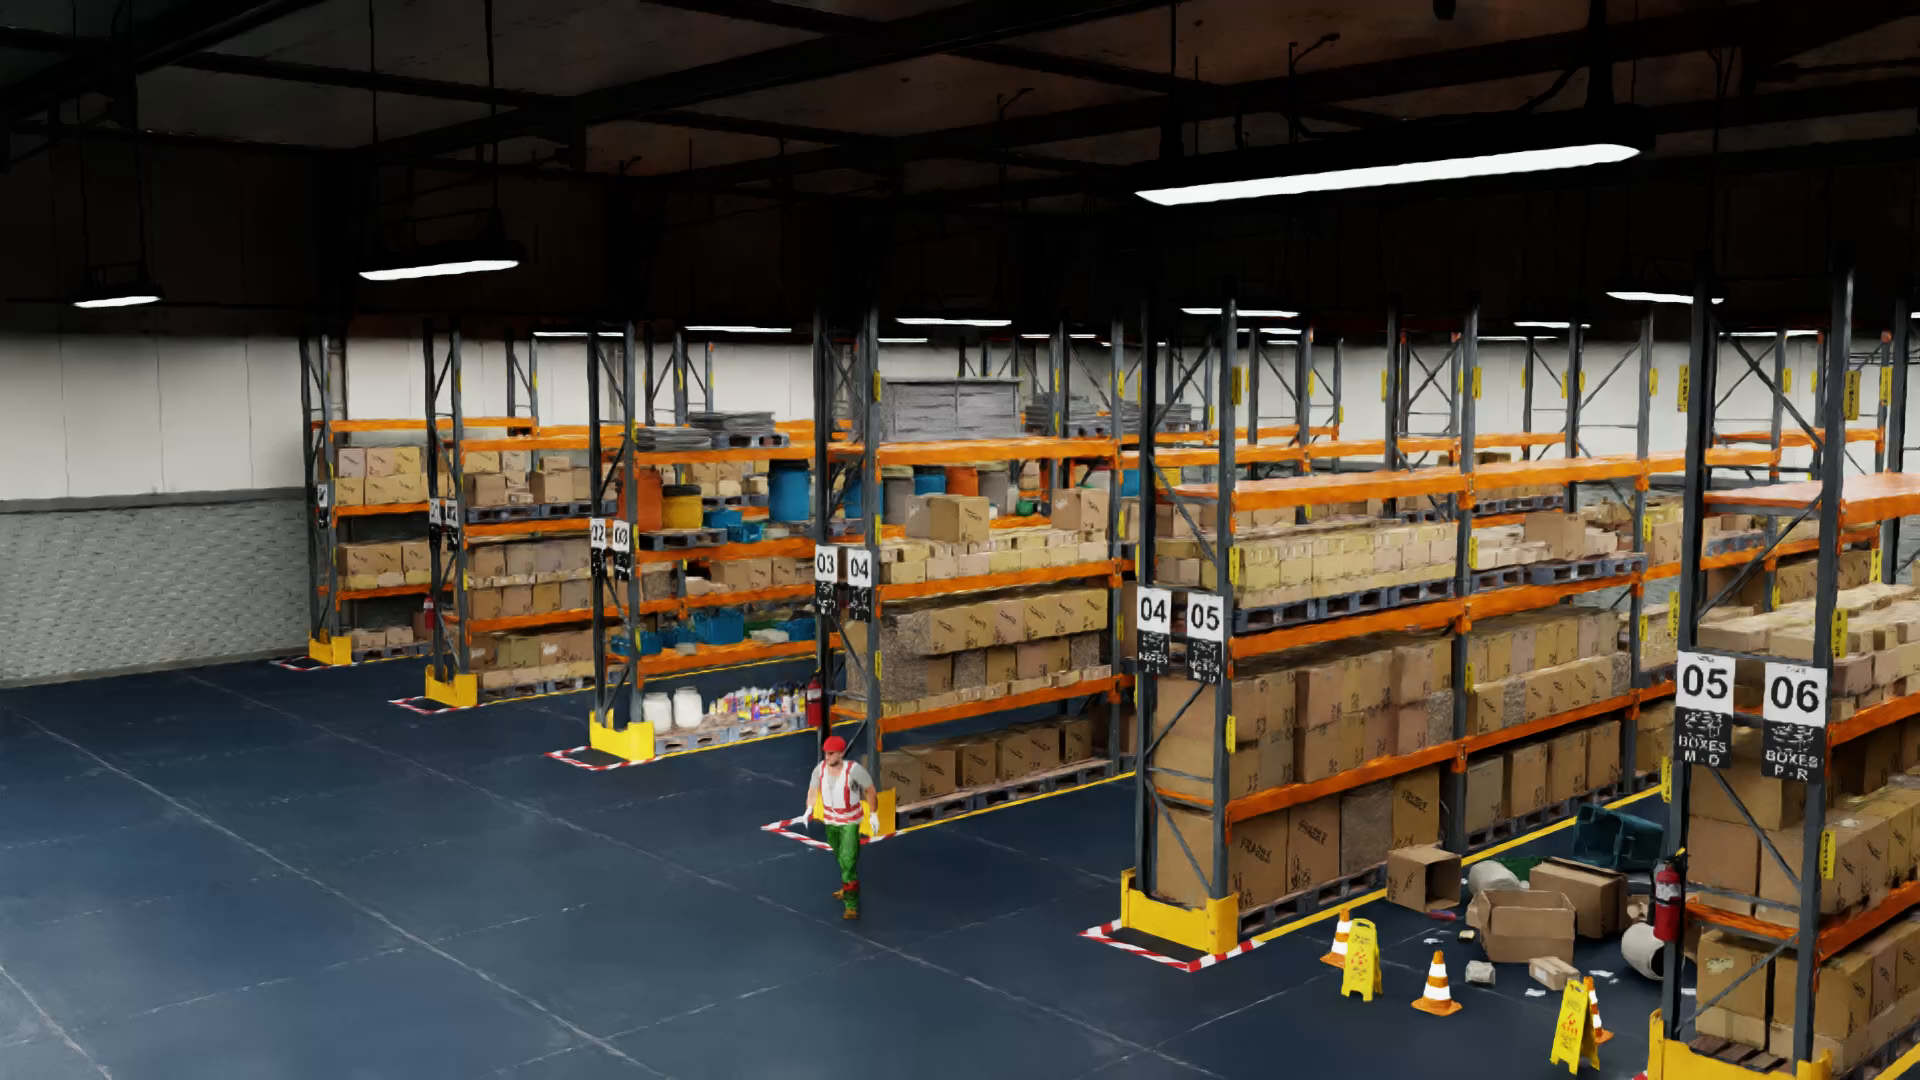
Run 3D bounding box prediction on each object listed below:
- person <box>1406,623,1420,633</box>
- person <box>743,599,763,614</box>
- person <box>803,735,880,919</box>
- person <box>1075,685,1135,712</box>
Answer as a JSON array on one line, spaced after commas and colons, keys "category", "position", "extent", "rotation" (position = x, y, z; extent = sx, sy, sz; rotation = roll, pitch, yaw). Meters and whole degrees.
[{"category": "person", "position": [6.348, 1.956, 23.254], "extent": [1.109, 1.725, 0.600], "rotation": [-5, 8, -43]}, {"category": "person", "position": [-3.969, 1.175, 32.003], "extent": [0.519, 1.541, 0.566], "rotation": [-6, 8, -45]}, {"category": "person", "position": [-1.110, 2.693, 15.942], "extent": [0.686, 1.716, 0.838], "rotation": [4, 7, 31]}, {"category": "person", "position": [2.295, 1.767, 25.100], "extent": [1.100, 1.706, 0.573], "rotation": [-4, 7, -34]}]
